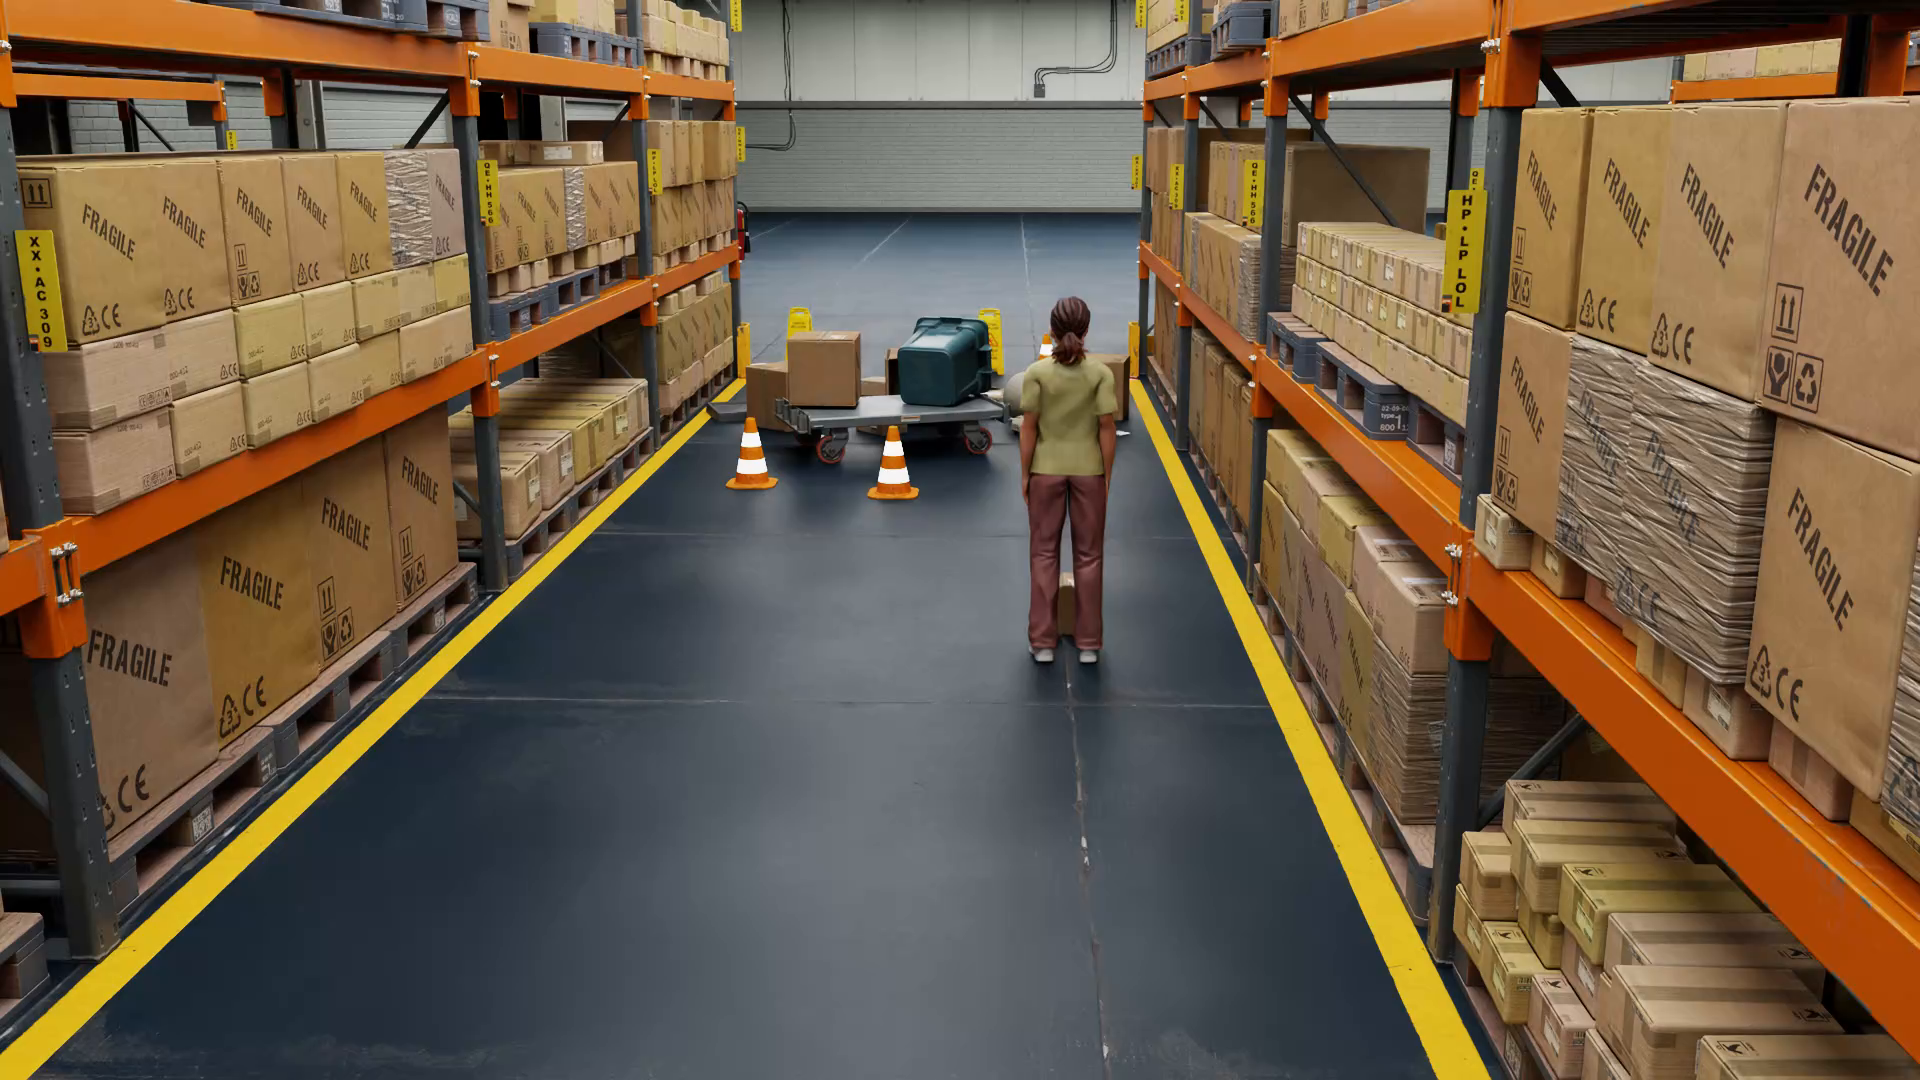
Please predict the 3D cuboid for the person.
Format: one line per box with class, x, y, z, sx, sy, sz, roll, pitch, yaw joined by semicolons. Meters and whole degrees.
person;0.488;-0.265;7.554;0.441;1.677;0.383;1;14;3
